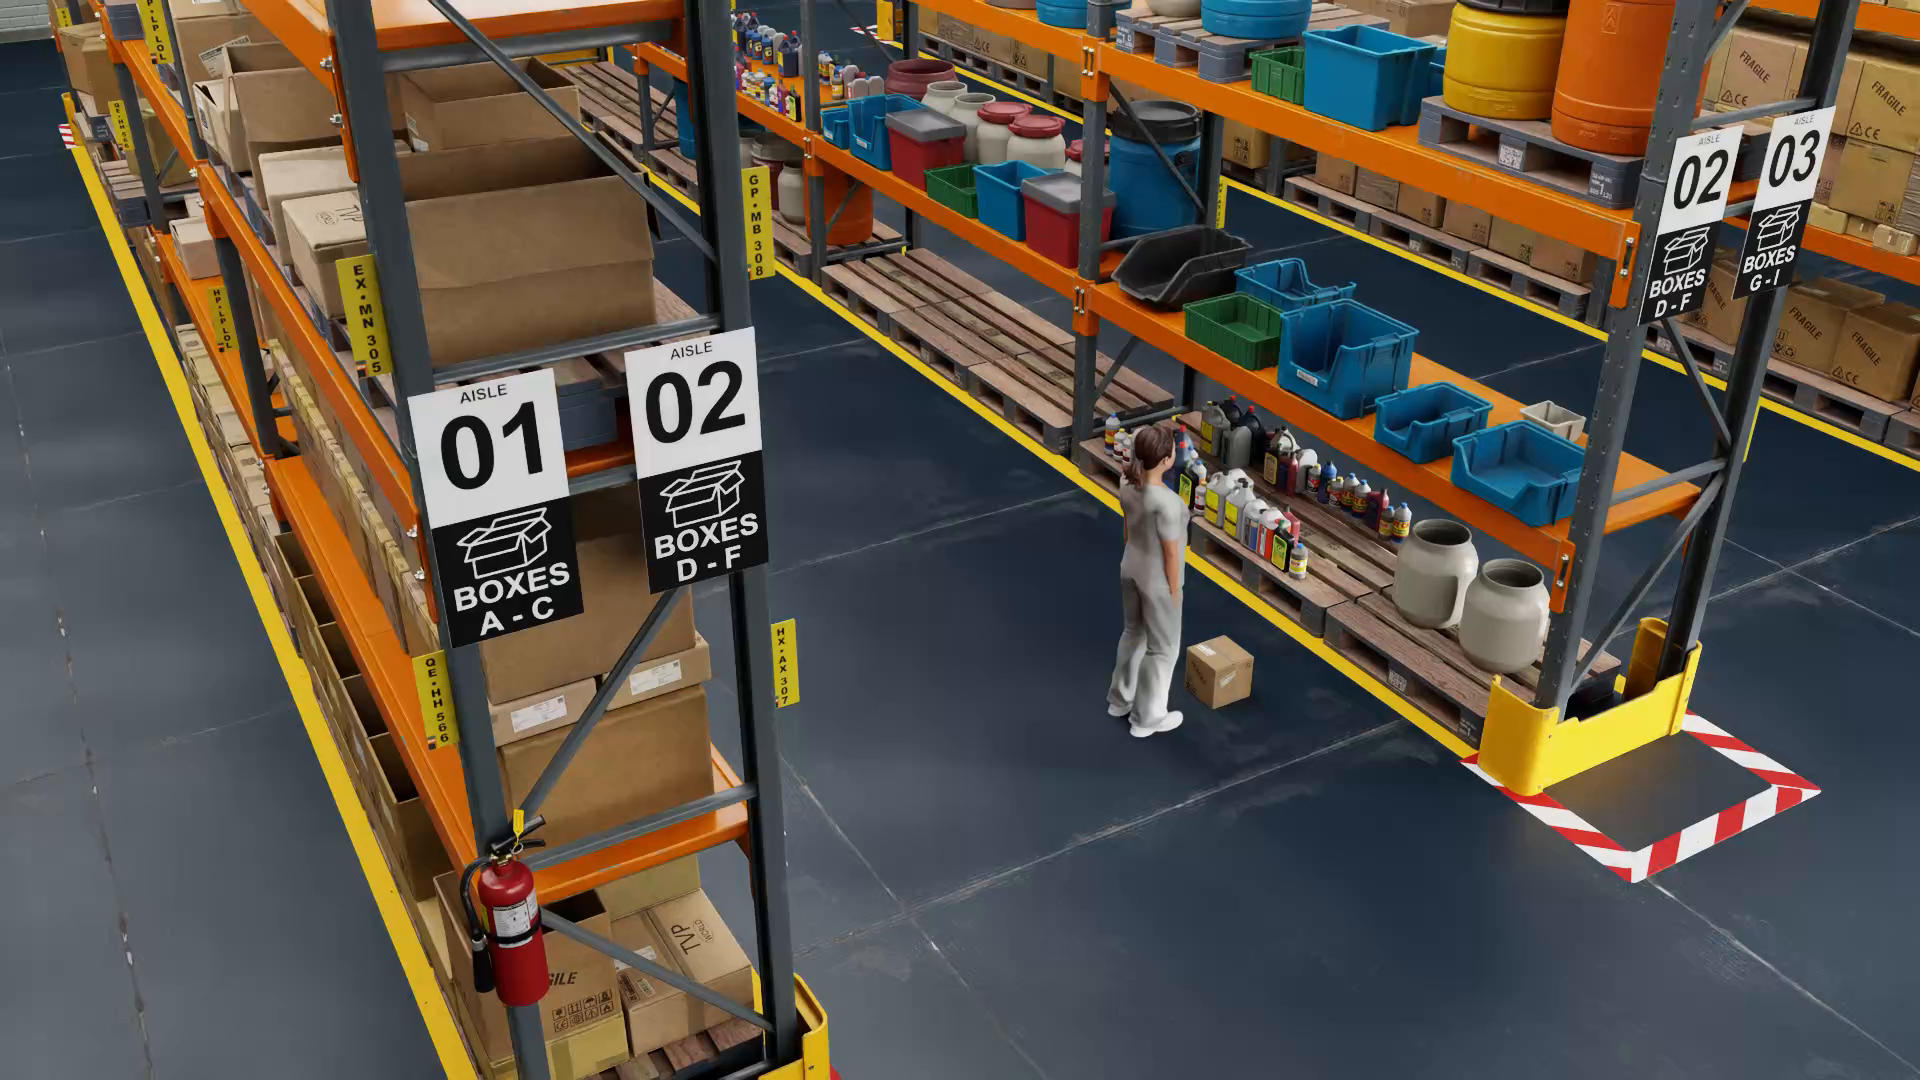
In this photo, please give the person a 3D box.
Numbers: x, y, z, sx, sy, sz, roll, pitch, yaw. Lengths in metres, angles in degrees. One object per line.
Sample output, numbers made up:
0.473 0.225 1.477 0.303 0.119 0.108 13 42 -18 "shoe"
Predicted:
0.931 0.194 8.219 0.358 1.668 0.436 -15 32 -25 "person"
